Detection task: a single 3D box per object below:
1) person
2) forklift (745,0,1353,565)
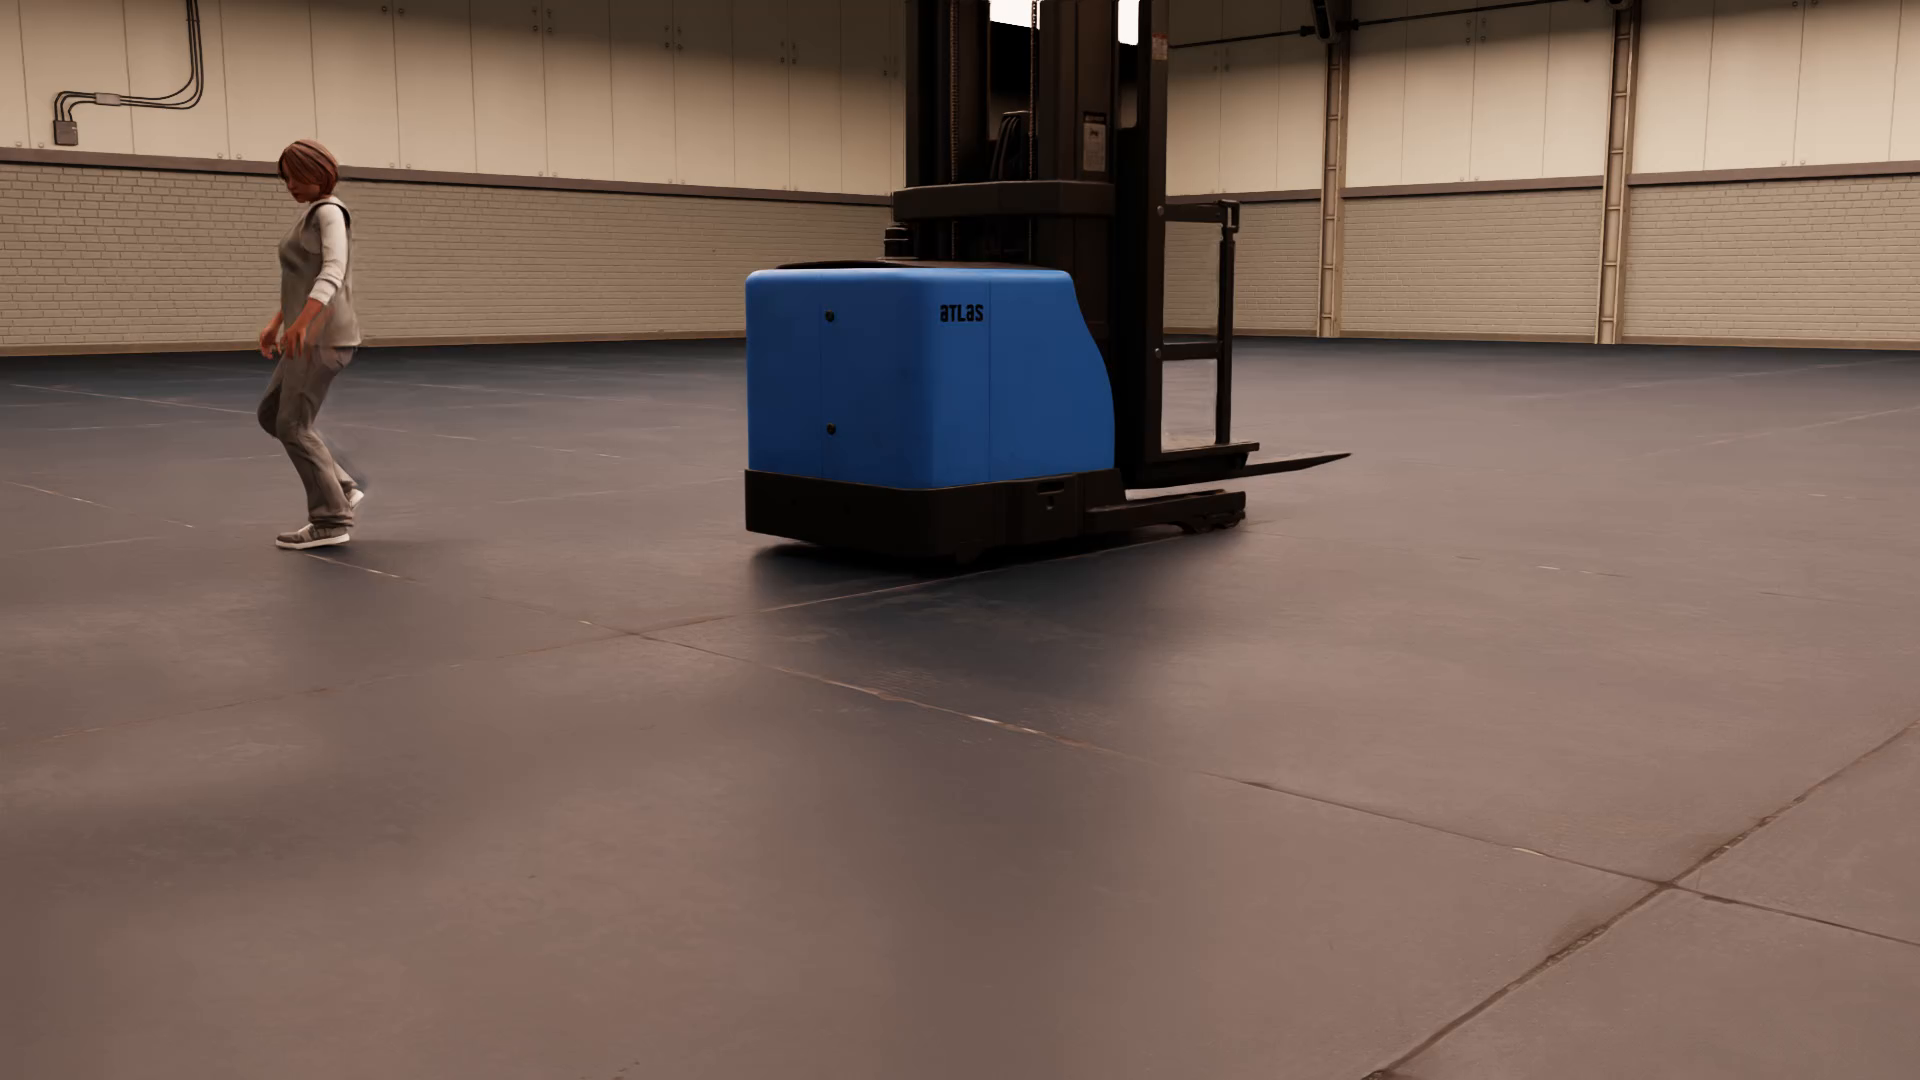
[{"bbox_3d":[-2.532,-0.743,6.432,0.411,1.564,0.669,-3,9,-17],"label":"person"},{"bbox_3d":[0.570,-1.523,6.986,3.031,2.935,1.130,-8,12,-44],"label":"forklift"}]
